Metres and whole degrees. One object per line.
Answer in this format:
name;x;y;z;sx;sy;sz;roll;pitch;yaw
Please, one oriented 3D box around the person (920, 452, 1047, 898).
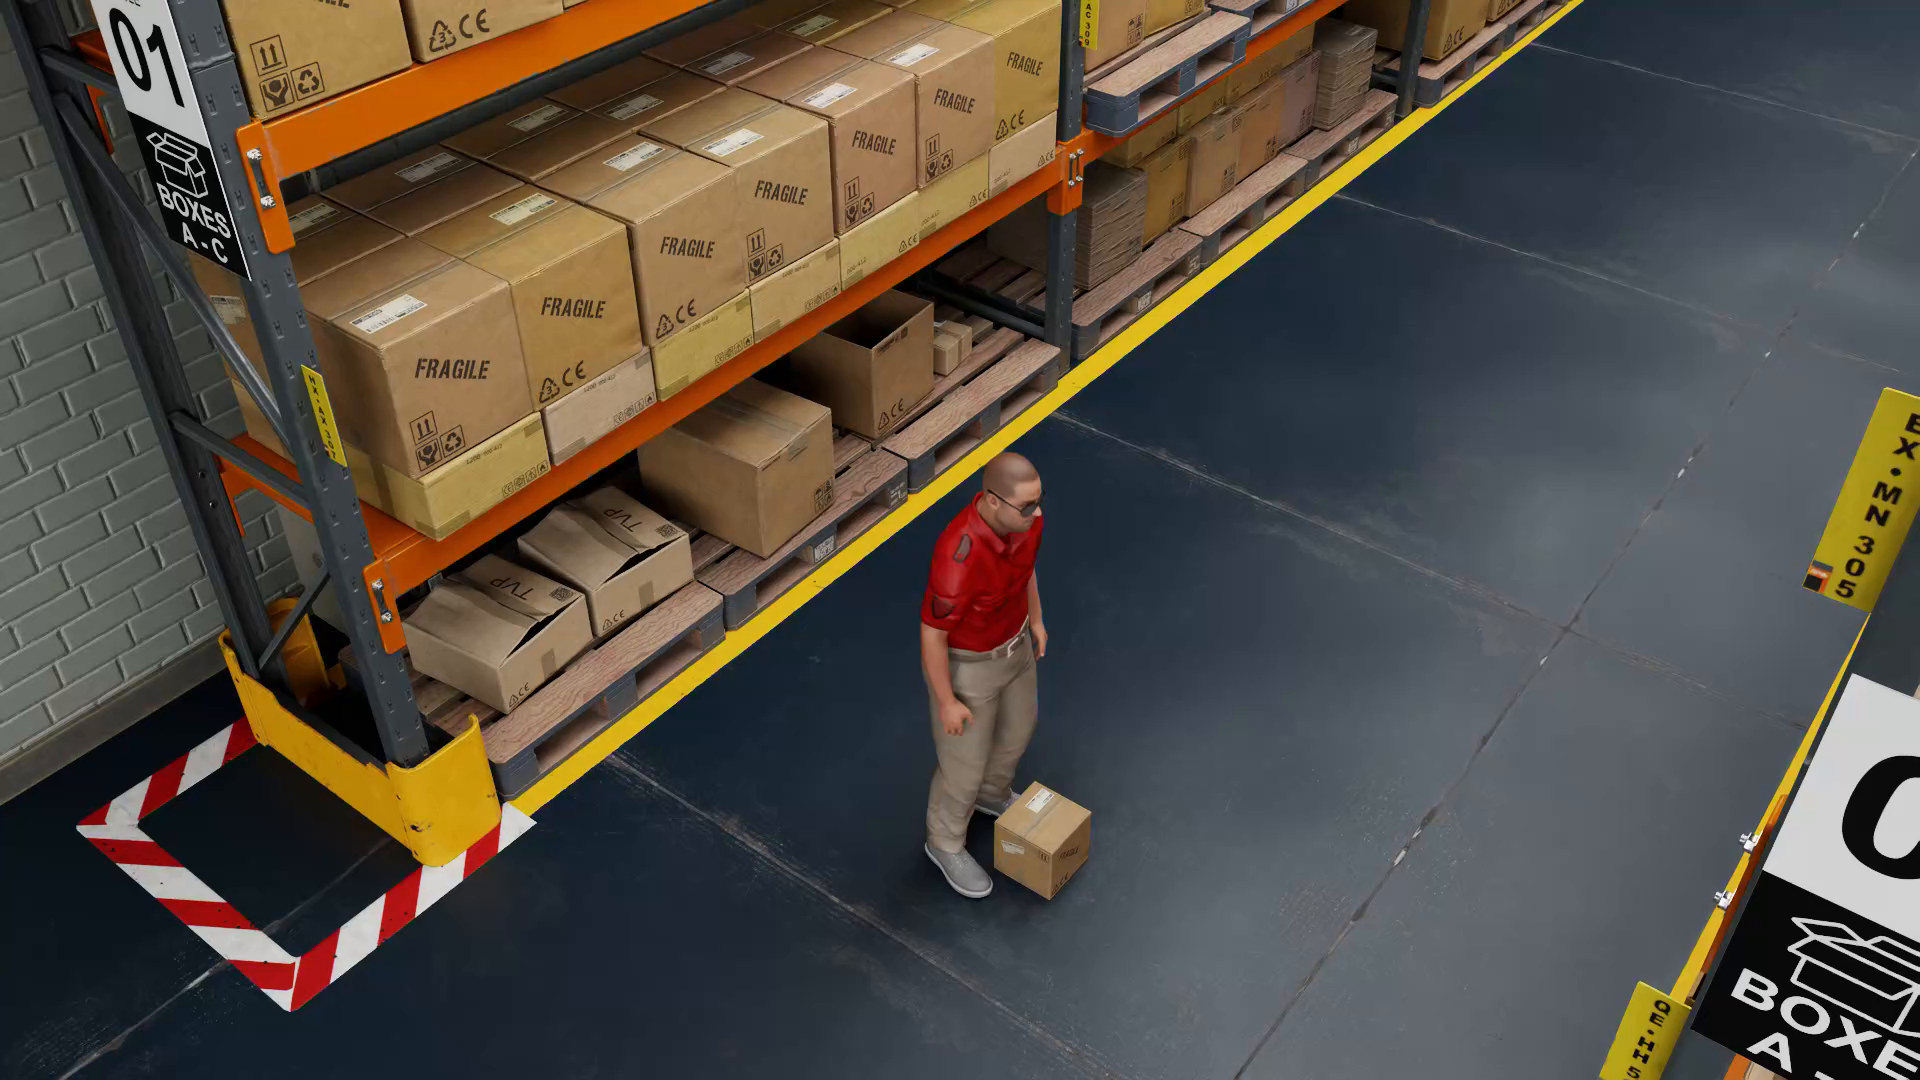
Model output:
person;0.093;0.410;5.652;0.386;1.726;0.594;25;45;28
